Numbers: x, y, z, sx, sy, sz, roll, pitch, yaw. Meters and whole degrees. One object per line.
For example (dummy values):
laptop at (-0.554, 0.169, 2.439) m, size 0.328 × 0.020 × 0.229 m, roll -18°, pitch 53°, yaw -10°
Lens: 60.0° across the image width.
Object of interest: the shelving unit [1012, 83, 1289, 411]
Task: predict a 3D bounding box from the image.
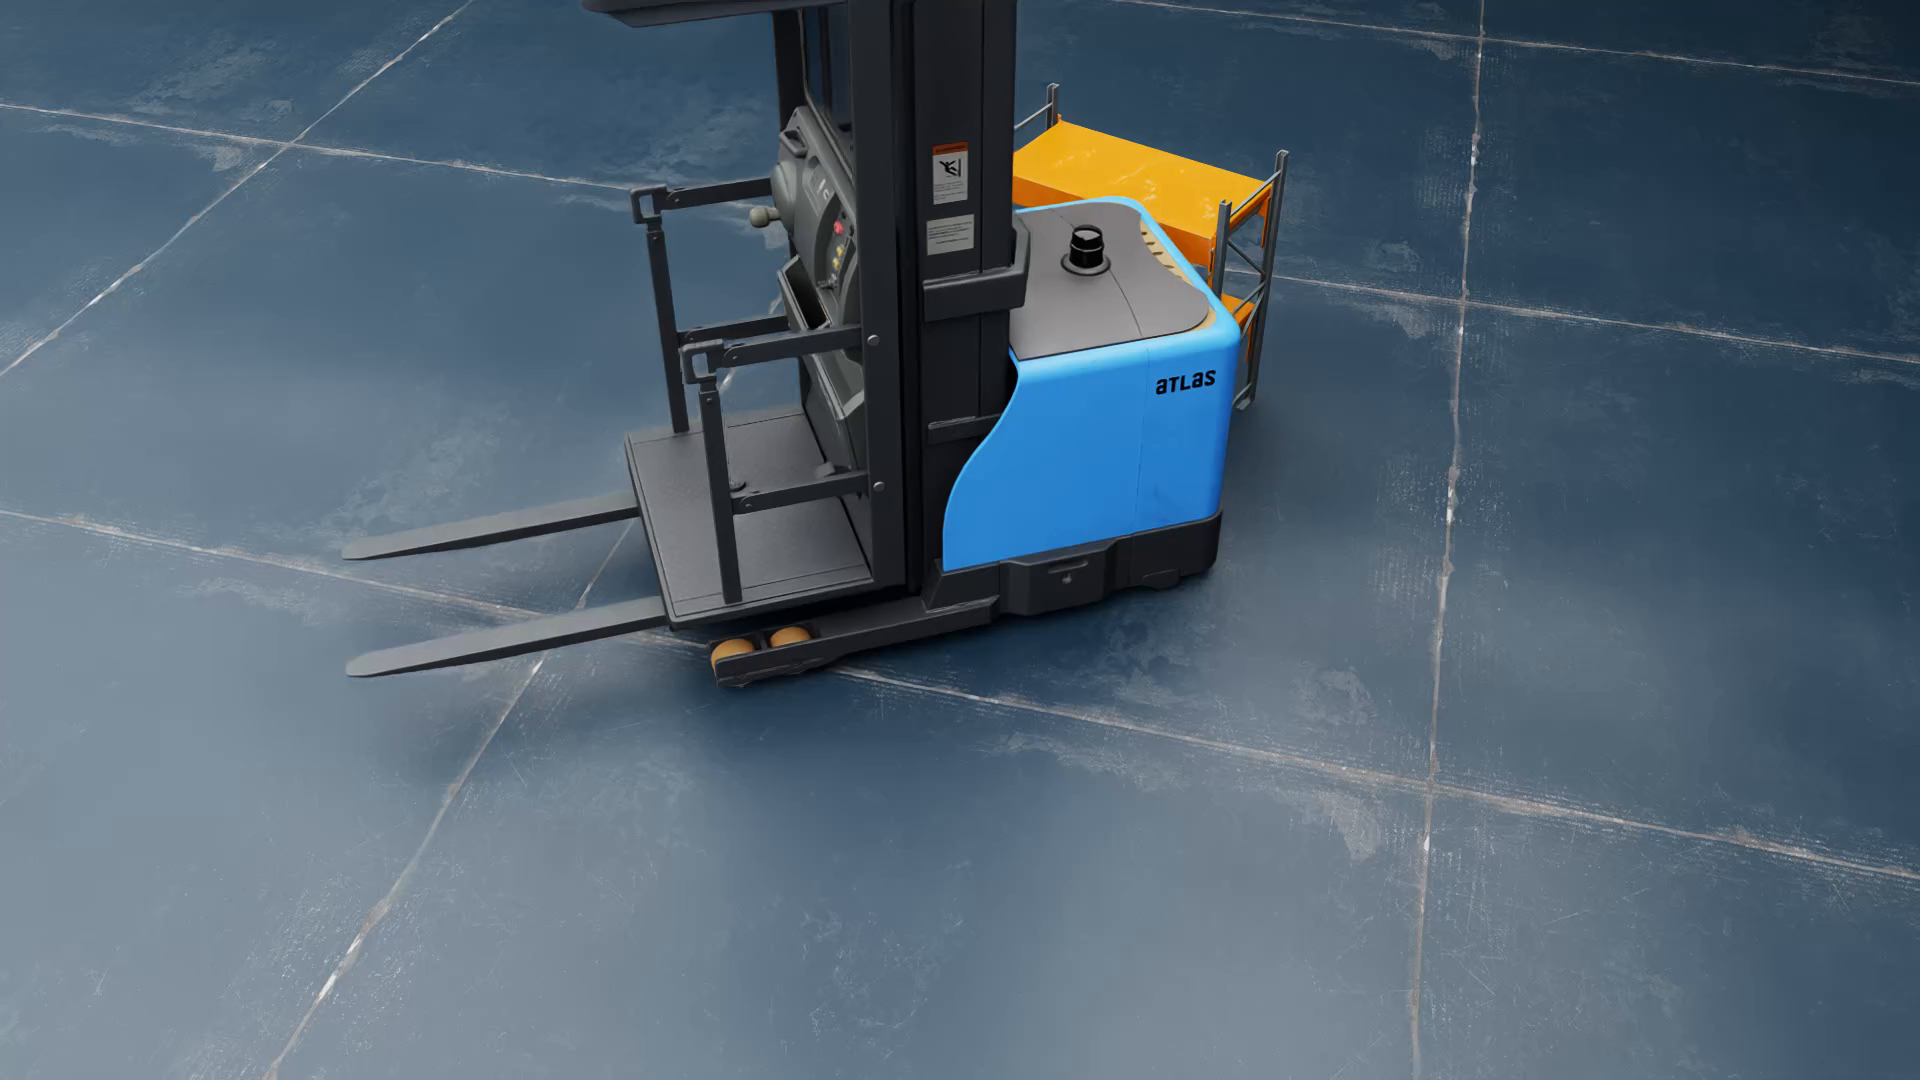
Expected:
shelving unit at (0.662, -1.084, 6.667) m, size 1.048 × 1.125 × 0.538 m, roll 24°, pitch 46°, yaw 26°

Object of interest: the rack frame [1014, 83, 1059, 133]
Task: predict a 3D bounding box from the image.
rack frame at (0.244, -1.271, 6.888) m, size 0.032 × 1.125 × 0.500 m, roll 24°, pitch 46°, yaw 26°

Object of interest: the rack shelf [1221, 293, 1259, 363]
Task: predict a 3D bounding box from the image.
rack shelf at (0.662, -0.897, 6.824) m, size 1.000 × 0.278 × 0.538 m, roll 24°, pitch 46°, yaw 26°

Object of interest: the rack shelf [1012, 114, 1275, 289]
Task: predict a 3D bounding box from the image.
rack shelf at (0.662, -1.309, 6.478) m, size 1.000 × 0.278 × 0.538 m, roll 24°, pitch 46°, yaw 26°

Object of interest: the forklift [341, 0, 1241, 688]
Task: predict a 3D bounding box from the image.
forklift at (-0.638, -1.005, 5.167) m, size 3.031 × 2.935 × 1.130 m, roll -11°, pitch 41°, yaw -13°

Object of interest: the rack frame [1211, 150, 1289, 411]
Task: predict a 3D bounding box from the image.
rack frame at (1.080, -0.898, 6.445) m, size 0.032 × 1.125 × 0.500 m, roll 24°, pitch 46°, yaw 26°
